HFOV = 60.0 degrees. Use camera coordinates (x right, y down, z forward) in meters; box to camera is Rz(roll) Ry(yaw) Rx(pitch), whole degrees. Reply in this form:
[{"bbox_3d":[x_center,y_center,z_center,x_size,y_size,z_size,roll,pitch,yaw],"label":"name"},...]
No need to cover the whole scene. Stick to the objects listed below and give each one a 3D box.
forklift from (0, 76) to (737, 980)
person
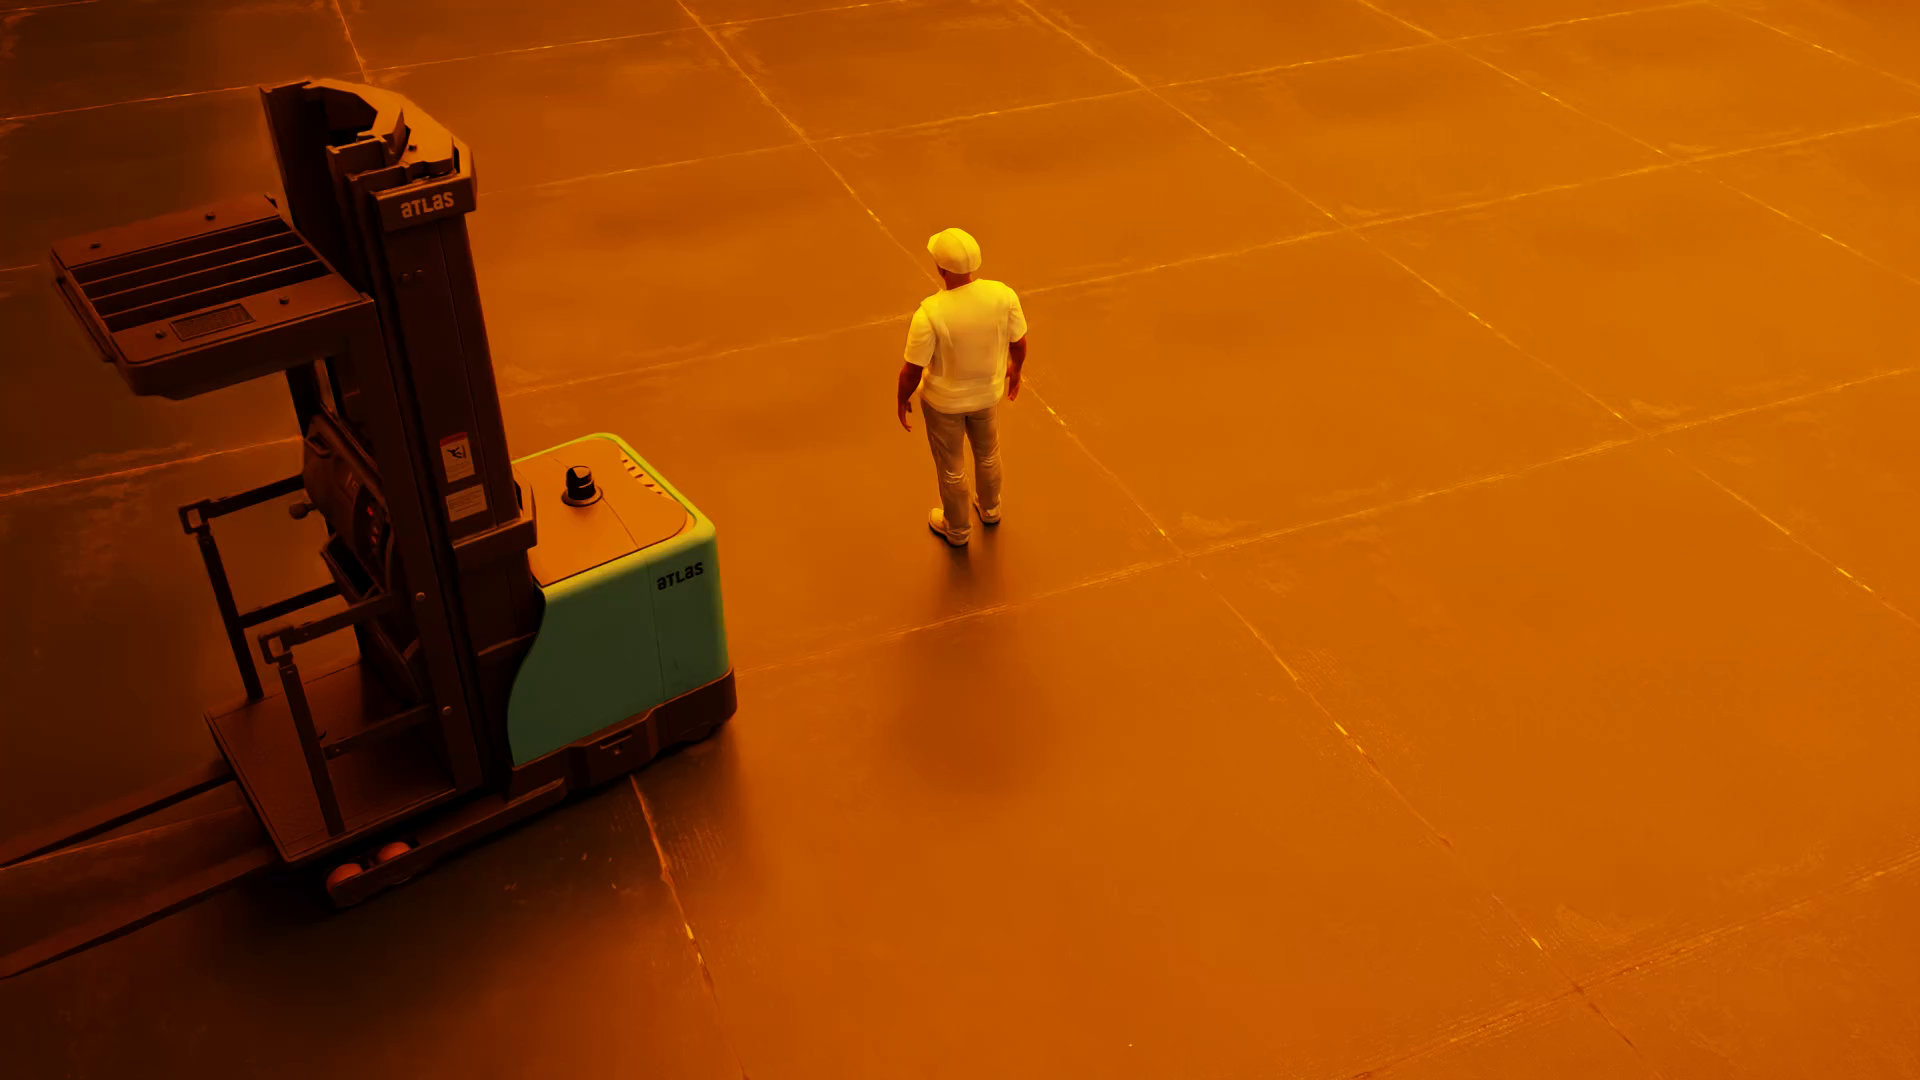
[{"bbox_3d":[-2.485,-0.095,6.233,3.031,2.935,1.130,-23,41,-29],"label":"forklift"},{"bbox_3d":[-0.022,-0.764,8.165,0.666,1.765,0.577,-14,38,-19],"label":"person"}]
